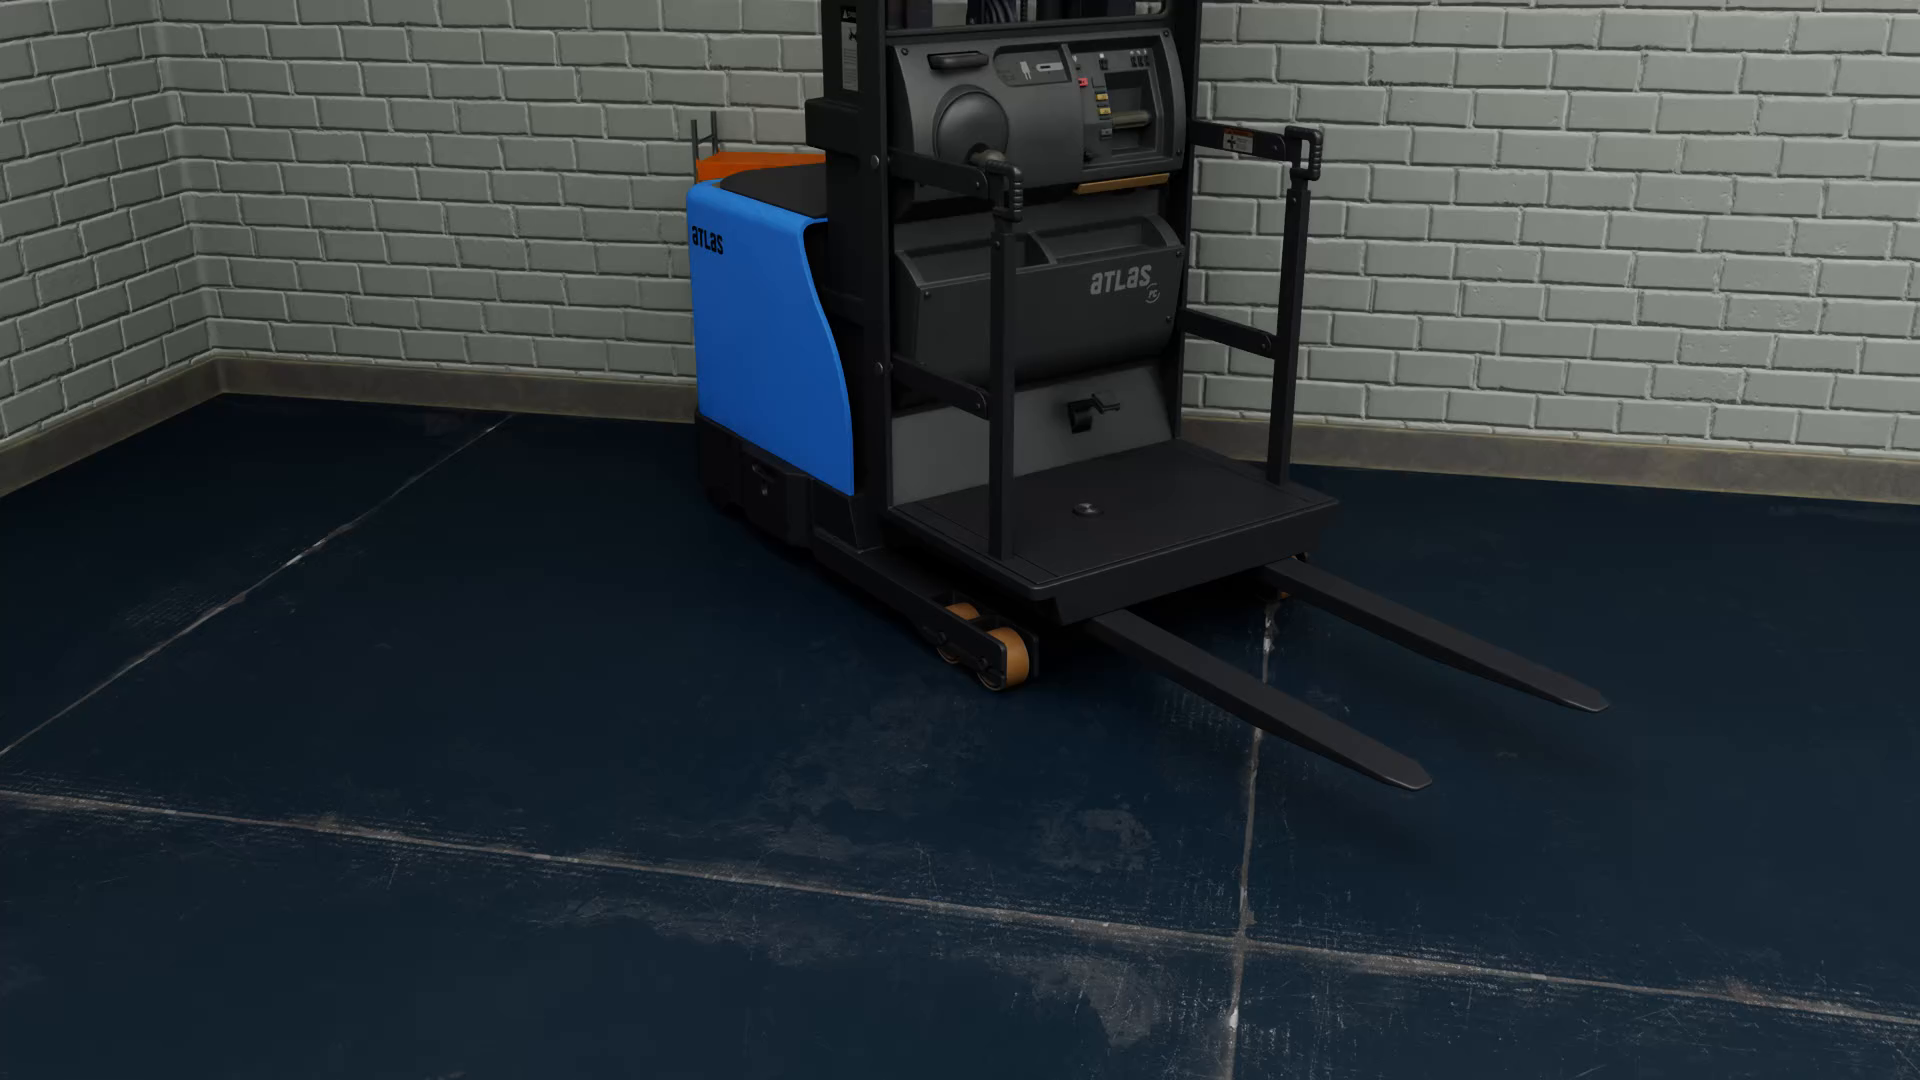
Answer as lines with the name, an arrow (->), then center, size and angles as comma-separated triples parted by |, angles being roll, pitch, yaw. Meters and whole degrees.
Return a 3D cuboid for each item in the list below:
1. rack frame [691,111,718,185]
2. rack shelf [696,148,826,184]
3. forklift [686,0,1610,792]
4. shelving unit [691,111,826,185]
rack frame -> -0.903, -0.938, 6.077 | 0.015, 1.200, 0.240 | 4, 22, 9
rack shelf -> -0.662, -1.287, 5.890 | 0.480, 0.148, 0.258 | 4, 22, 9
forklift -> 0.357, -1.168, 4.329 | 1.130, 2.935, 3.031 | -15, 26, -32
shelving unit -> -0.662, -0.922, 6.037 | 0.503, 1.200, 0.258 | 4, 22, 9
